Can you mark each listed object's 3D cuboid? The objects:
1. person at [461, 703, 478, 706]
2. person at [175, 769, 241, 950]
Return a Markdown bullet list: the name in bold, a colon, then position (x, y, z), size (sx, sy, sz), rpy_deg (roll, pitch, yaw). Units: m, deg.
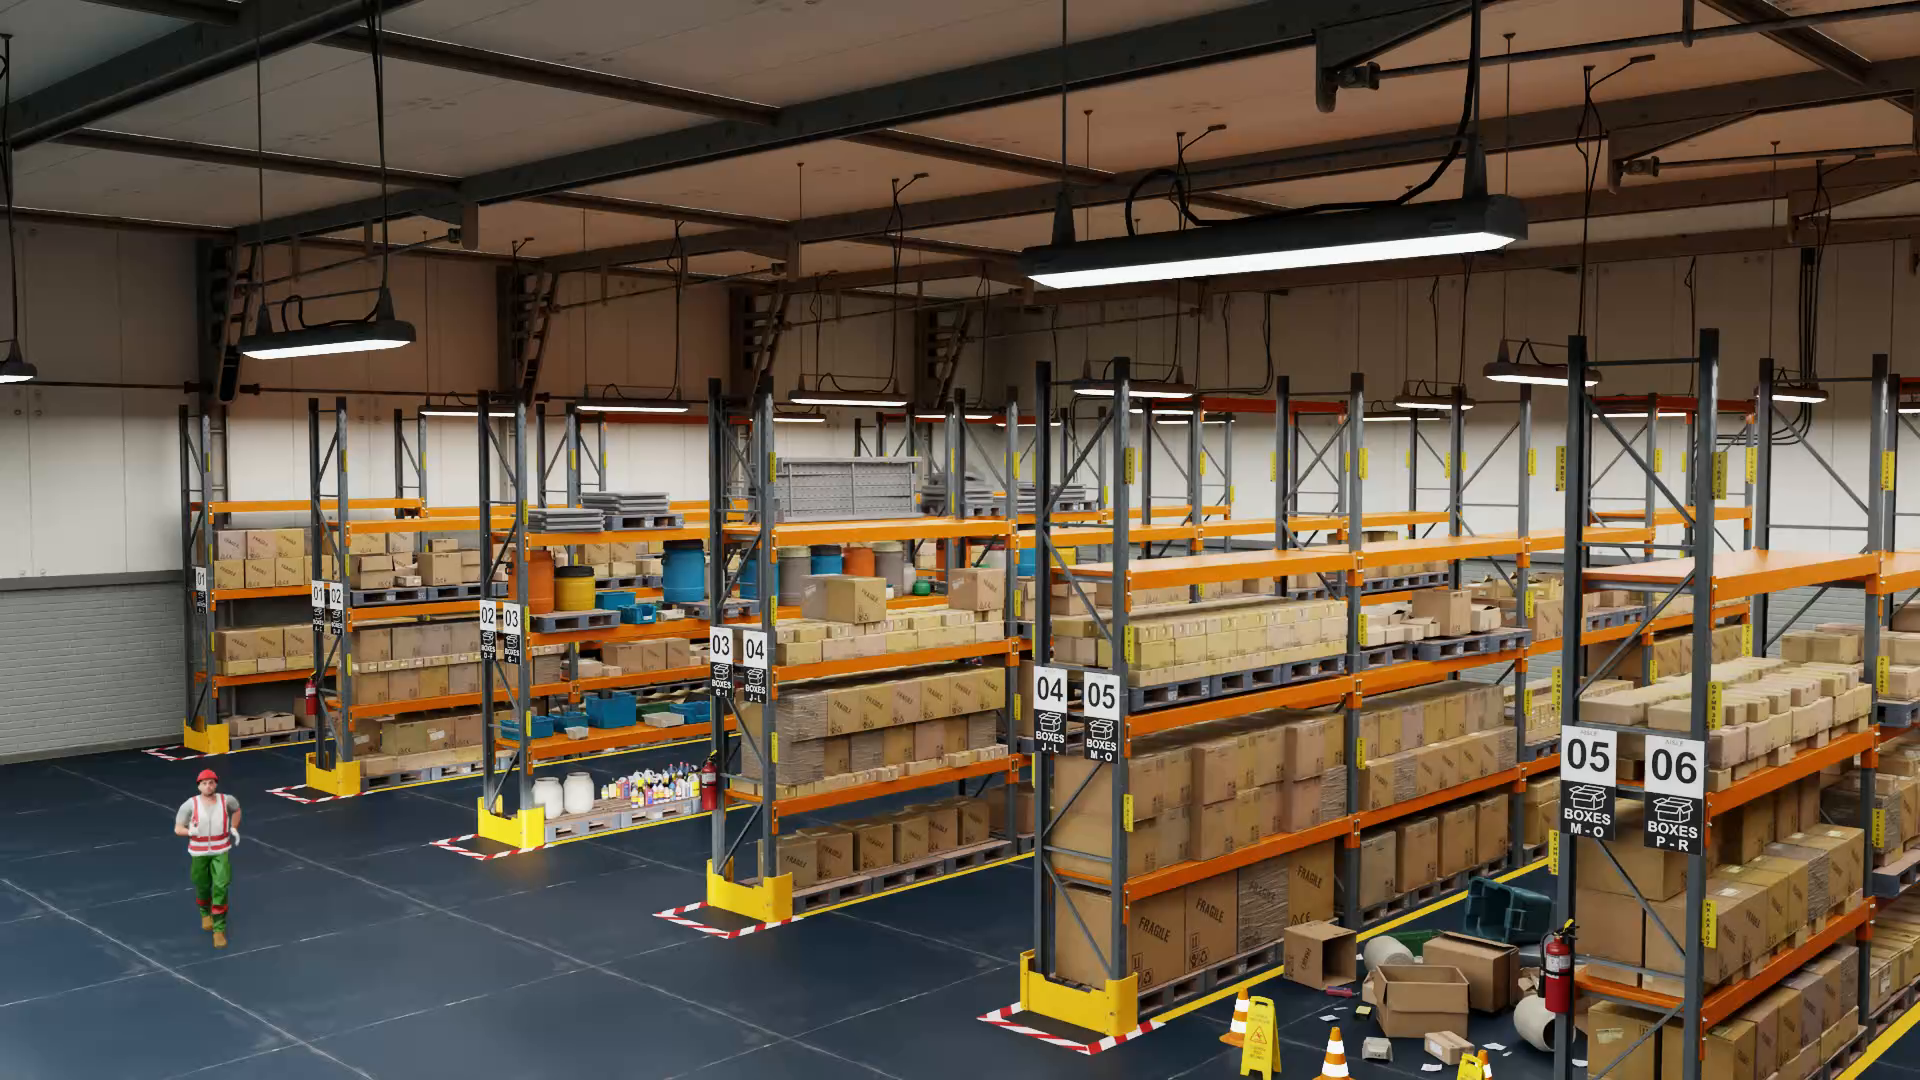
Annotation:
- **person**: position (-8.460, 2.845, 28.656), size (0.597, 1.626, 0.754), rpy_deg (2, 4, 35)
- **person**: position (-7.919, 3.318, 17.538), size (0.648, 1.809, 0.920), rpy_deg (-1, 3, -25)
